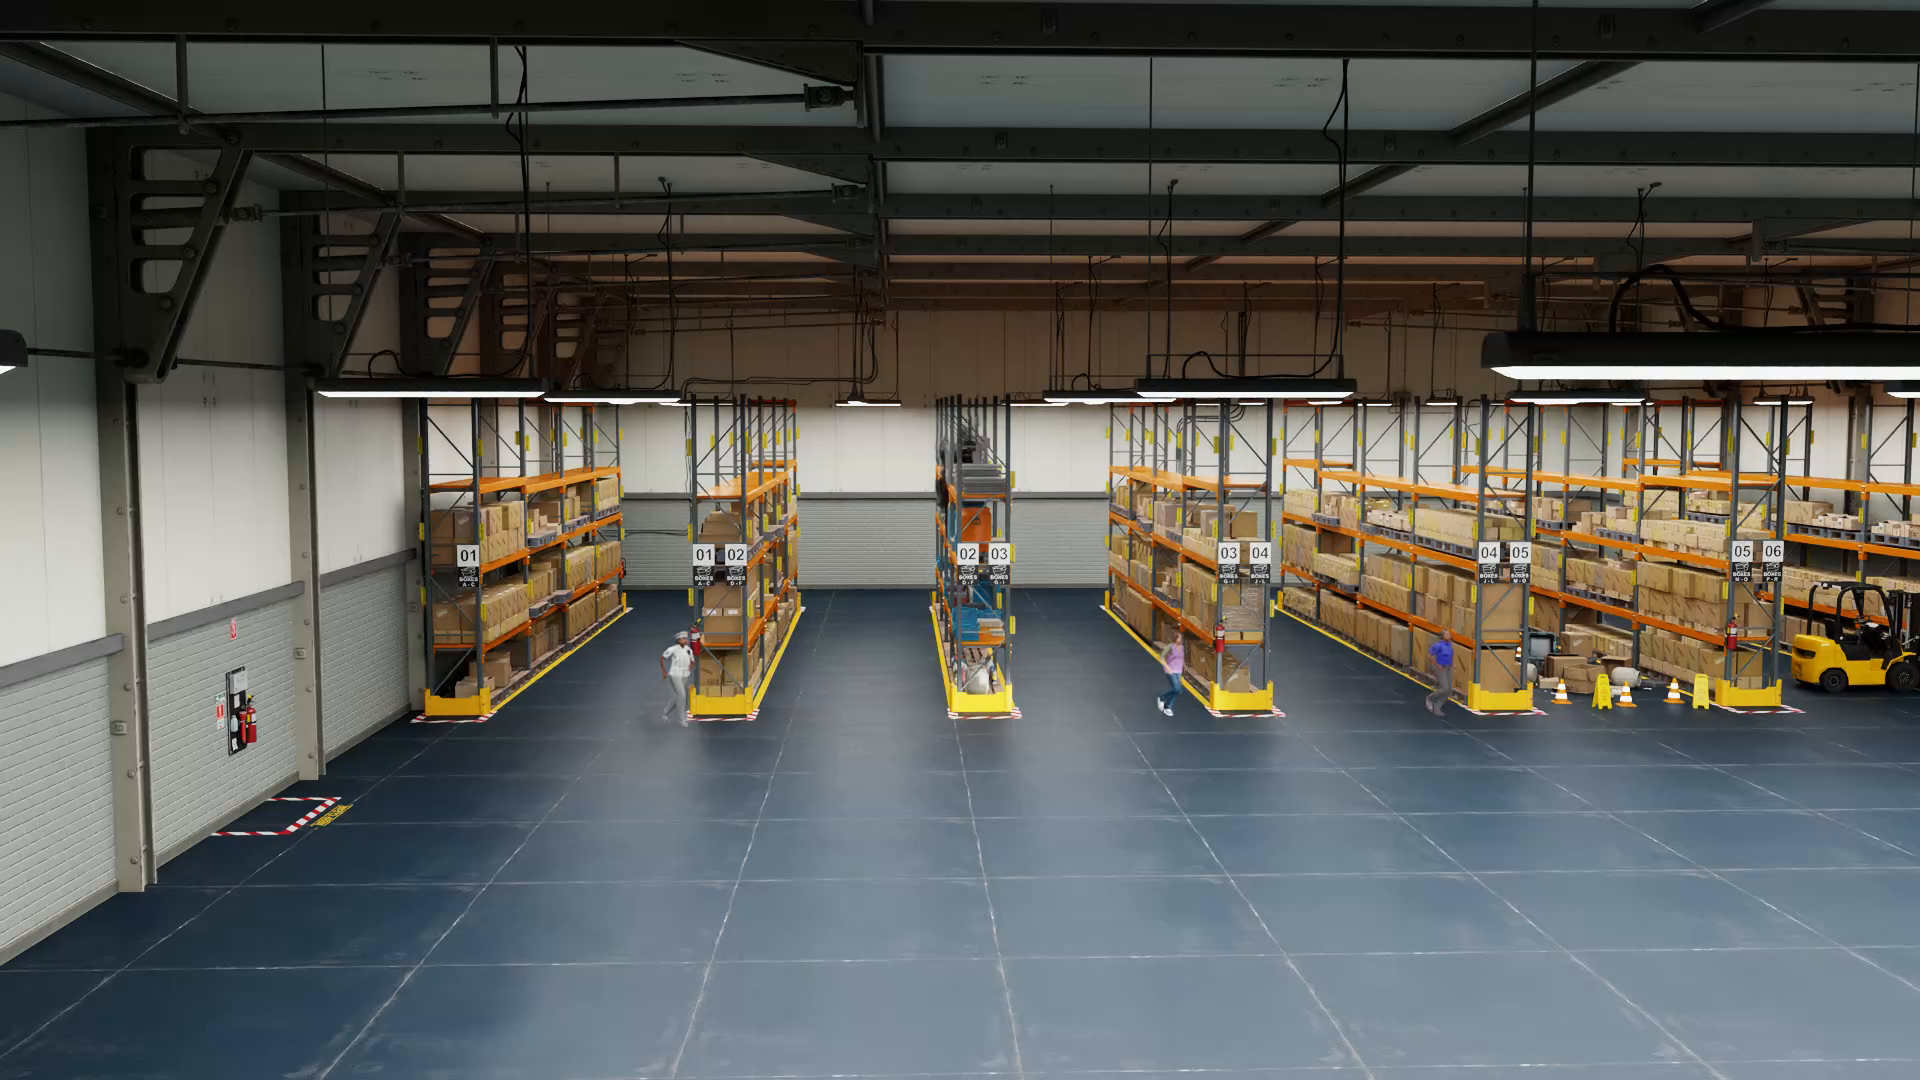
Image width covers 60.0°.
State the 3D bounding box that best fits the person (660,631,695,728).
[{"bbox_3d":[-5.059,2.502,30.190,0.806,1.694,0.584,4,6,43],"label":"person"}]

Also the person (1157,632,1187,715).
[{"bbox_3d":[4.030,2.499,31.235,0.529,1.556,0.518,-4,6,-41],"label":"person"}]

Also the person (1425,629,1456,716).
[{"bbox_3d":[9.057,2.478,31.162,0.610,1.616,0.509,-3,6,-36],"label":"person"}]
